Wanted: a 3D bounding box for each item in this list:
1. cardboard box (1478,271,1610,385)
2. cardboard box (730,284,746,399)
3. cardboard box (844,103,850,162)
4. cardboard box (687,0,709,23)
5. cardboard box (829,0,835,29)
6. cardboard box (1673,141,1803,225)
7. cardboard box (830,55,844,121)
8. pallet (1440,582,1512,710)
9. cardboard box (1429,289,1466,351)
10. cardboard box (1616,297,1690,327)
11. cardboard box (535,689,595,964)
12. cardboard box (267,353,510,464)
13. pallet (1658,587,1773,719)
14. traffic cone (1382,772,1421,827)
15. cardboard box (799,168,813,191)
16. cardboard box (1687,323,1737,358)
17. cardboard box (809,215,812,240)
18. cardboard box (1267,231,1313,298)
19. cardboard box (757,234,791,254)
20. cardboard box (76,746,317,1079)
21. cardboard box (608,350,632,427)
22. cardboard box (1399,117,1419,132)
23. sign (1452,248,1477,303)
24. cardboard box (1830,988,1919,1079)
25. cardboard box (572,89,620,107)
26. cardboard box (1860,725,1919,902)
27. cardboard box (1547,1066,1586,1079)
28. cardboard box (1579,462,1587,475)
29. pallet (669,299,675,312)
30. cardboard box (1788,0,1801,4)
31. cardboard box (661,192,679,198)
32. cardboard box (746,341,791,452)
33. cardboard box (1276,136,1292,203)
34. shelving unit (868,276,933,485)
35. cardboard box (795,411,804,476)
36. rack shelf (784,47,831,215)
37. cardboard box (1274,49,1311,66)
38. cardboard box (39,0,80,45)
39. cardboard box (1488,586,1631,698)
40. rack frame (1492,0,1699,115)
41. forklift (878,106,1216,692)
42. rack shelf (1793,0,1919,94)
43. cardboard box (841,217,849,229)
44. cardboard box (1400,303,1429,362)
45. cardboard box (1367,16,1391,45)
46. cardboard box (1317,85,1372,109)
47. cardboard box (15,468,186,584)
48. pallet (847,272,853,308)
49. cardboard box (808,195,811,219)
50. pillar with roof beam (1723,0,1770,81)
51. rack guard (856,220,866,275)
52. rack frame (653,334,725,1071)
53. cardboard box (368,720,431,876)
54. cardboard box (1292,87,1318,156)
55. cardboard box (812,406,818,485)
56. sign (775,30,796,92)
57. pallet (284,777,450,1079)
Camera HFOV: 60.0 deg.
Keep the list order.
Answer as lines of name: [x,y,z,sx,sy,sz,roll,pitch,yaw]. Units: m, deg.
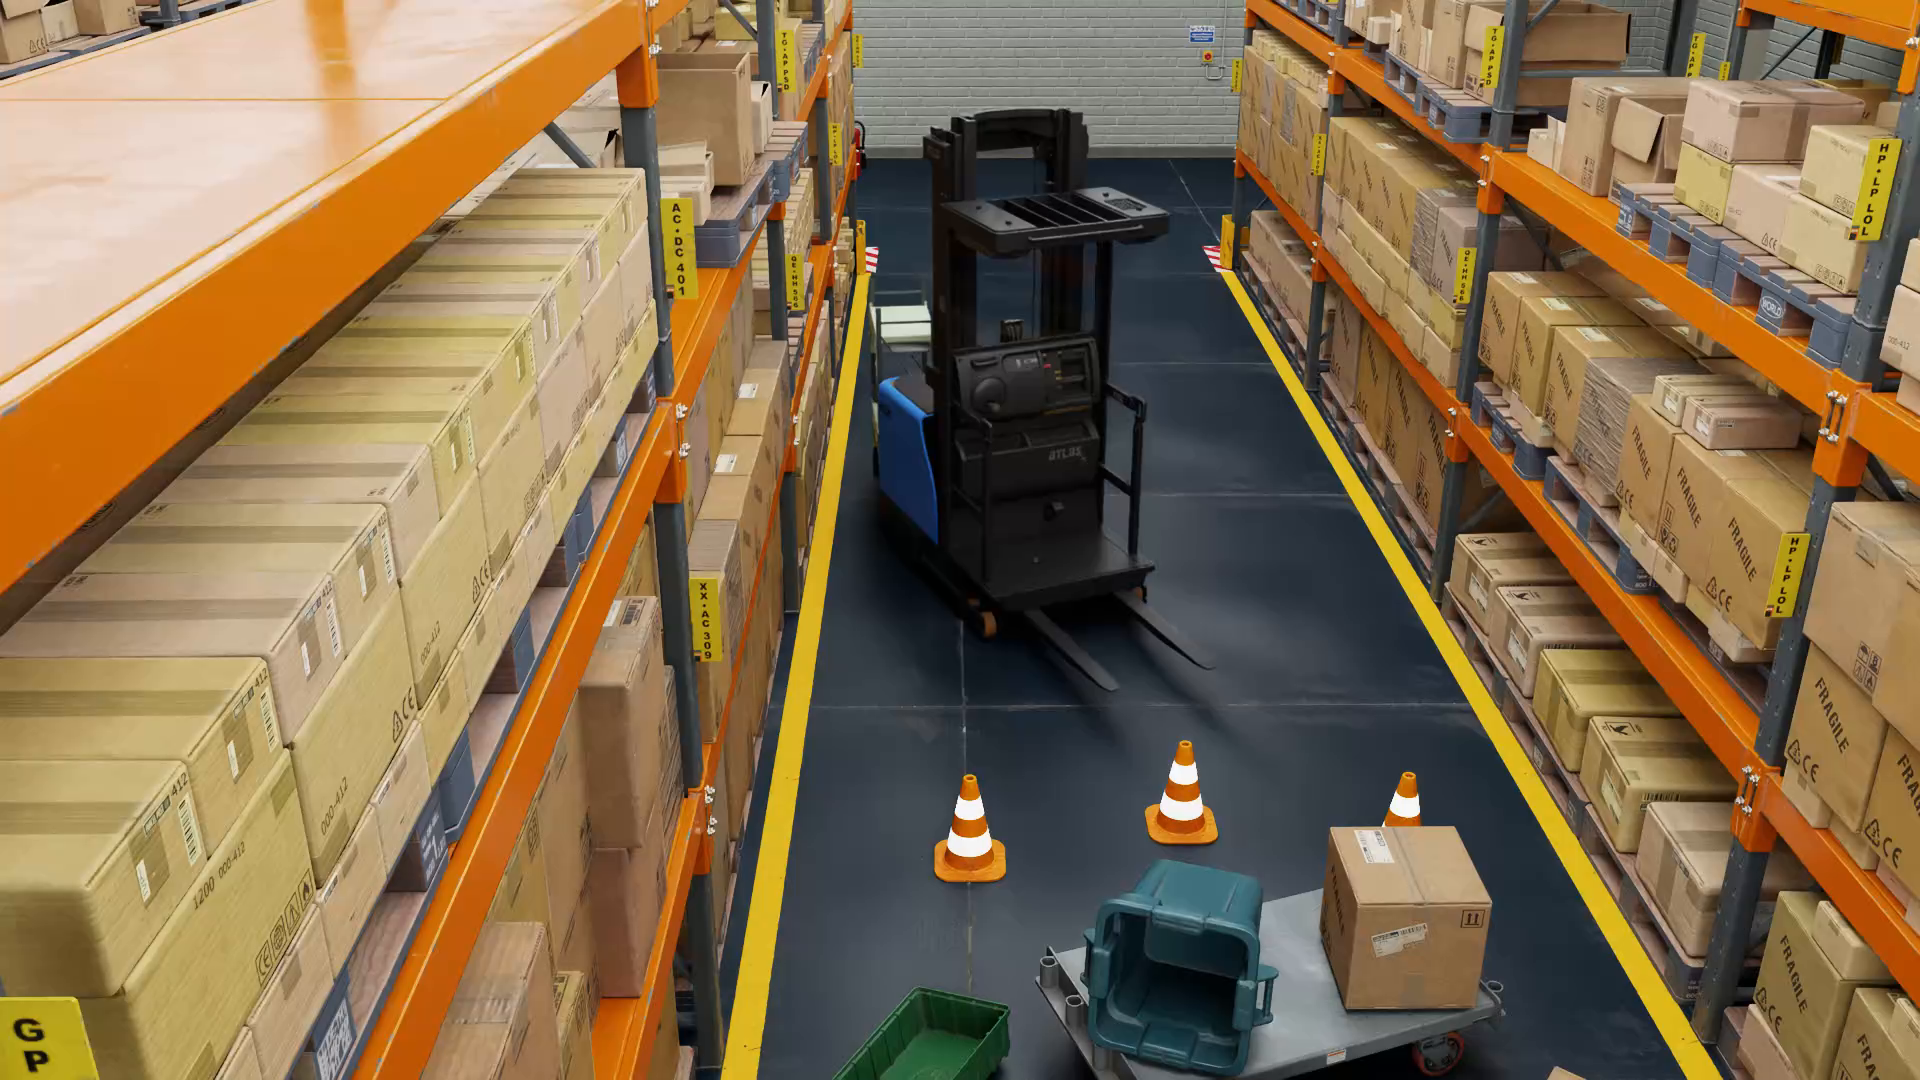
cardboard box: [3.231,-1.183,9.233,0.500,0.500,0.500,-1,24,-2]
cardboard box: [-1.490,-1.040,8.576,0.700,0.500,0.500,-1,24,-1]
cardboard box: [-1.301,-3.805,15.541,0.500,0.500,0.500,0,24,0]
cardboard box: [-1.790,-3.389,10.413,0.396,0.266,0.258,0,24,-1]
cardboard box: [-1.291,-4.278,13.610,0.500,0.250,0.500,-1,24,-1]
cardboard box: [3.345,-1.497,6.952,0.500,0.250,0.500,0,24,0]
cardboard box: [-1.296,-4.037,14.841,0.500,0.500,0.500,-1,24,-2]
pallet: [3.464,0.596,9.676,1.003,0.211,1.213,0,24,-1]
cardboard box: [3.198,-1.355,10.180,0.500,0.250,0.500,0,24,-1]
cardboard box: [3.757,-0.970,8.763,0.500,0.500,0.500,-1,24,-1]
cardboard box: [-1.488,0.757,4.445,0.875,0.550,0.550,0,24,-1]
cardboard box: [-1.105,-0.257,3.244,0.380,0.149,0.250,0,24,0]
pallet: [3.638,0.423,6.906,1.003,0.211,1.213,0,24,-1]
traffic cone: [2.087,1.303,7.808,0.336,0.463,0.334,0,24,-1]
cardboard box: [-1.336,-2.764,12.795,0.380,0.149,0.250,1,24,2]
cardboard box: [3.757,-0.992,8.024,0.380,0.149,0.250,-1,24,-3]
cardboard box: [-1.329,-2.388,12.685,0.380,0.149,0.250,0,24,0]
cardboard box: [3.495,-2.668,16.110,0.875,0.438,0.875,0,24,1]
cardboard box: [-1.314,-1.904,10.894,0.380,0.149,0.250,1,24,2]
cardboard box: [-1.153,0.493,2.070,0.500,0.250,0.500,0,24,-1]
cardboard box: [-1.117,-0.415,4.561,0.380,0.149,0.250,0,24,0]
cardboard box: [3.669,-2.963,12.827,0.500,0.500,0.500,1,24,1]
sign: [2.902,-1.520,9.566,0.100,0.325,0.005,0,24,-1]
cardboard box: [3.255,1.836,5.467,0.500,0.500,0.500,1,24,2]
cardboard box: [-1.698,-1.962,7.860,0.500,0.250,0.500,0,24,1]
cardboard box: [3.256,0.860,5.226,0.500,0.500,0.500,0,24,-1]
cardboard box: [2.152,2.237,5.694,0.500,0.500,0.500,19,30,35]
cardboard box: [3.306,-0.380,8.247,0.380,0.149,0.250,1,24,2]
pallet: [-1.507,-0.942,6.284,0.805,0.209,1.217,-1,24,-3]
cardboard box: [8.019,-5.120,15.595,0.380,0.149,0.250,0,24,1]
cardboard box: [-1.211,-1.202,6.302,0.250,0.149,0.380,0,24,-1]
cardboard box: [-1.218,-0.794,9.244,0.500,0.500,0.500,0,24,-1]
cardboard box: [3.122,-3.299,14.784,0.500,0.500,0.500,-1,24,-1]
shelving unit: [-0.399,-1.010,11.664,0.431,1.500,0.755,-3,24,-6]
cardboard box: [-1.257,-0.612,10.577,0.500,0.250,0.500,-1,24,-3]
rack shelf: [-1.513,-2.796,11.025,1.077,0.370,4.000,0,24,-1]
cardboard box: [3.096,-4.408,15.234,0.380,0.149,0.250,0,24,0]
cardboard box: [-6.574,-3.665,11.673,0.500,0.311,0.500,-1,24,-2]
cardboard box: [3.469,0.546,9.081,0.950,0.372,0.625,-1,24,-2]
rack frame: [3.457,-3.730,8.577,1.000,3.000,0.127,0,24,-1]
forklift: [0.499,-0.947,9.787,1.130,2.935,3.031,-10,26,-22]
rack shelf: [3.479,-2.396,6.986,1.077,0.370,4.000,0,24,-1]
cardboard box: [-1.320,-3.176,16.860,0.380,0.149,0.250,0,24,0]
cardboard box: [3.171,-1.346,10.768,0.500,0.250,0.500,0,24,0]
cardboard box: [3.077,-3.573,11.645,0.380,0.166,0.250,-2,24,-4]
cardboard box: [3.092,-3.567,13.375,0.380,0.149,0.250,-1,24,-2]
cardboard box: [-1.698,0.080,2.984,0.500,0.250,0.500,0,24,-1]
pallet: [-1.604,-2.592,16.726,1.003,0.211,1.213,0,24,-1]
cardboard box: [-1.329,-2.522,12.620,0.380,0.149,0.250,0,24,0]
pillar with roof beam: [4.900,-8.146,18.341,9.100,9.000,0.400,0,24,-1]
rack guard: [-1.578,-3.059,17.407,1.175,0.500,0.348,0,24,-1]
rack frame: [-1.448,0.716,6.028,1.000,3.000,0.127,0,24,-1]
cardboard box: [-1.096,0.419,2.717,0.380,0.149,0.250,0,24,0]
cardboard box: [3.135,-3.548,14.121,0.500,0.500,0.500,-1,24,-1]
cardboard box: [-1.263,-0.696,11.673,0.500,0.500,0.500,-1,24,-2]
sign: [-0.936,-2.570,8.929,0.100,0.325,0.005,0,24,-1]
pallet: [-1.423,0.732,2.459,1.003,0.211,1.213,0,24,-1]
